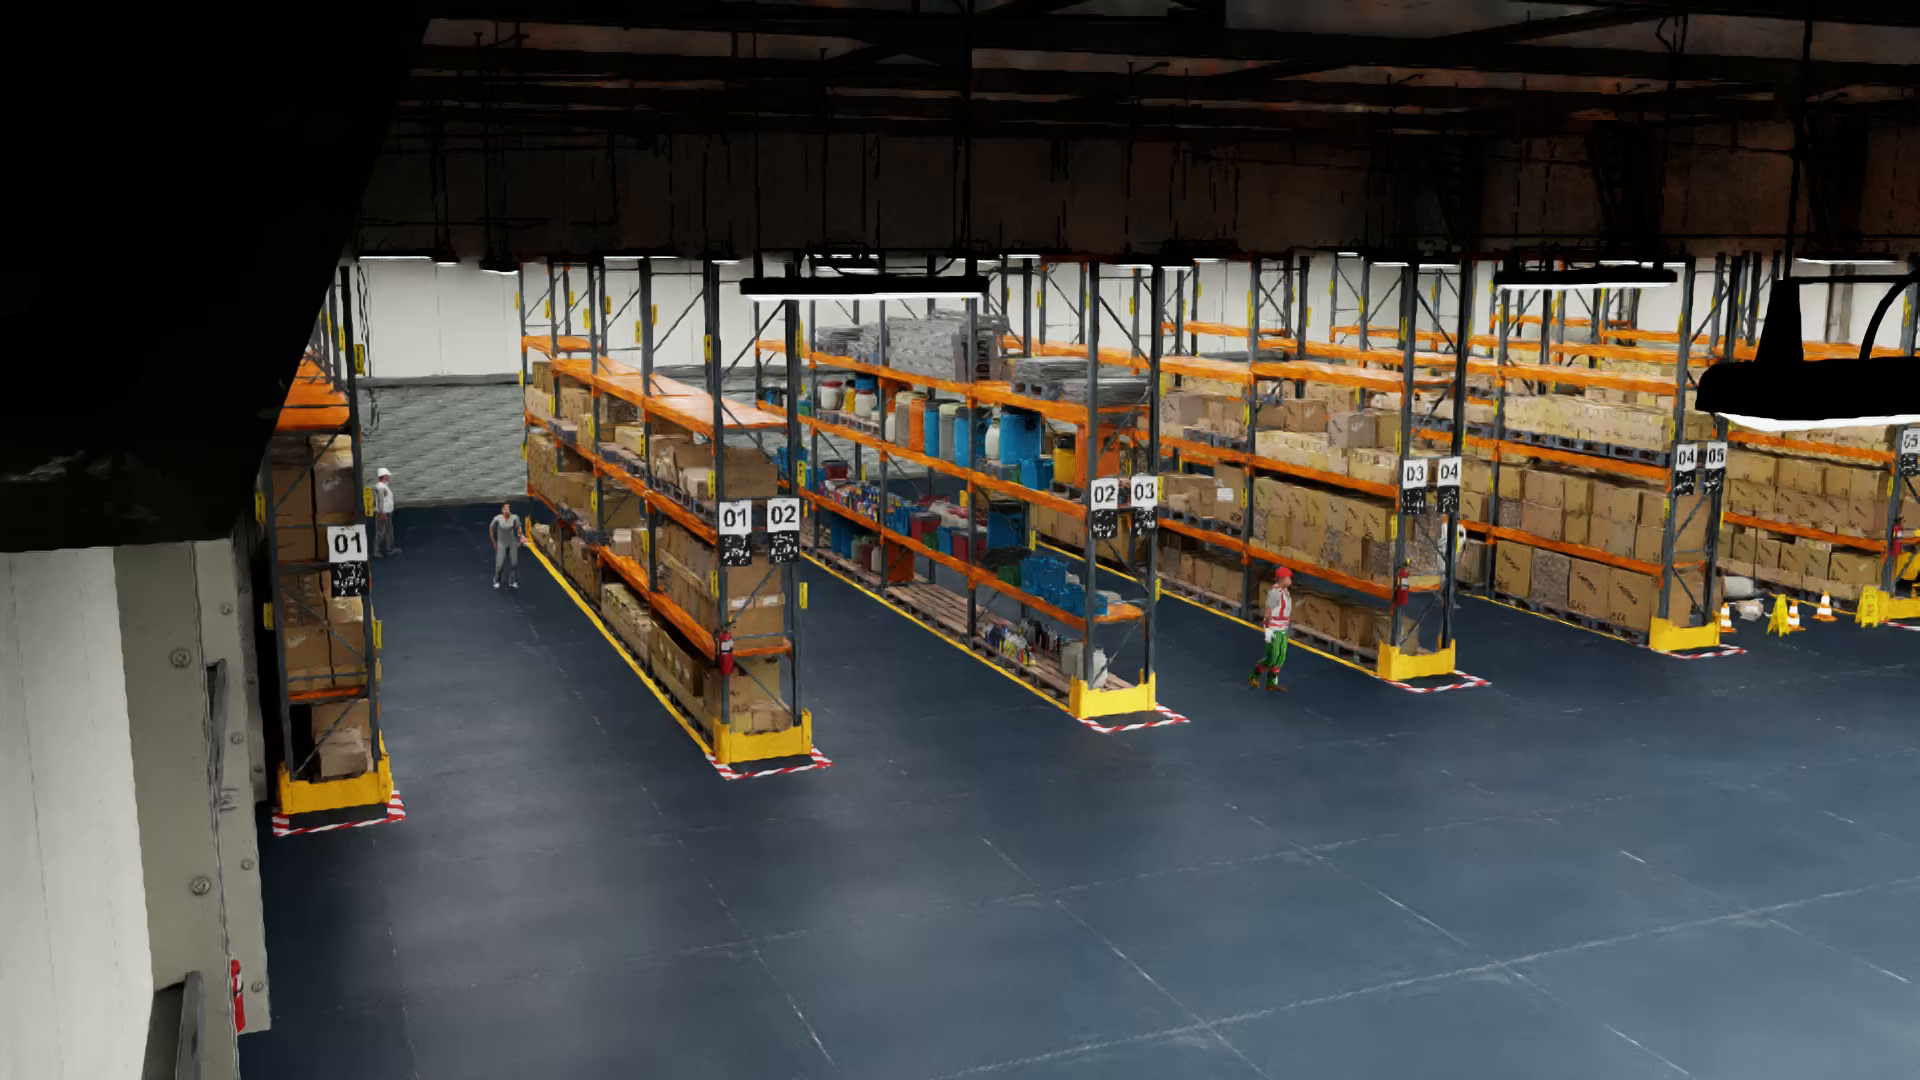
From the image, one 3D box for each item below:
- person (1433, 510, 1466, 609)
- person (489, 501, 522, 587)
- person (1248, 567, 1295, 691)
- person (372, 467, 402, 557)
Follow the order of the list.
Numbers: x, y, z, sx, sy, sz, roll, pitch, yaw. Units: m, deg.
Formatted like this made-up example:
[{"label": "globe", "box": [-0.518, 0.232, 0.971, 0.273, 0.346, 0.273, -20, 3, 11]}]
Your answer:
[{"label": "person", "box": [8.451, 0.301, 28.590, 0.558, 1.691, 1.062, -3, 11, -18]}, {"label": "person", "box": [-8.231, 0.076, 30.165, 0.580, 1.618, 0.507, -5, 11, -24]}, {"label": "person", "box": [4.373, 1.242, 23.352, 0.576, 1.774, 0.587, 7, 12, 32]}, {"label": "person", "box": [-11.500, -0.566, 33.203, 0.510, 1.774, 0.634, -2, 11, -11]}]
